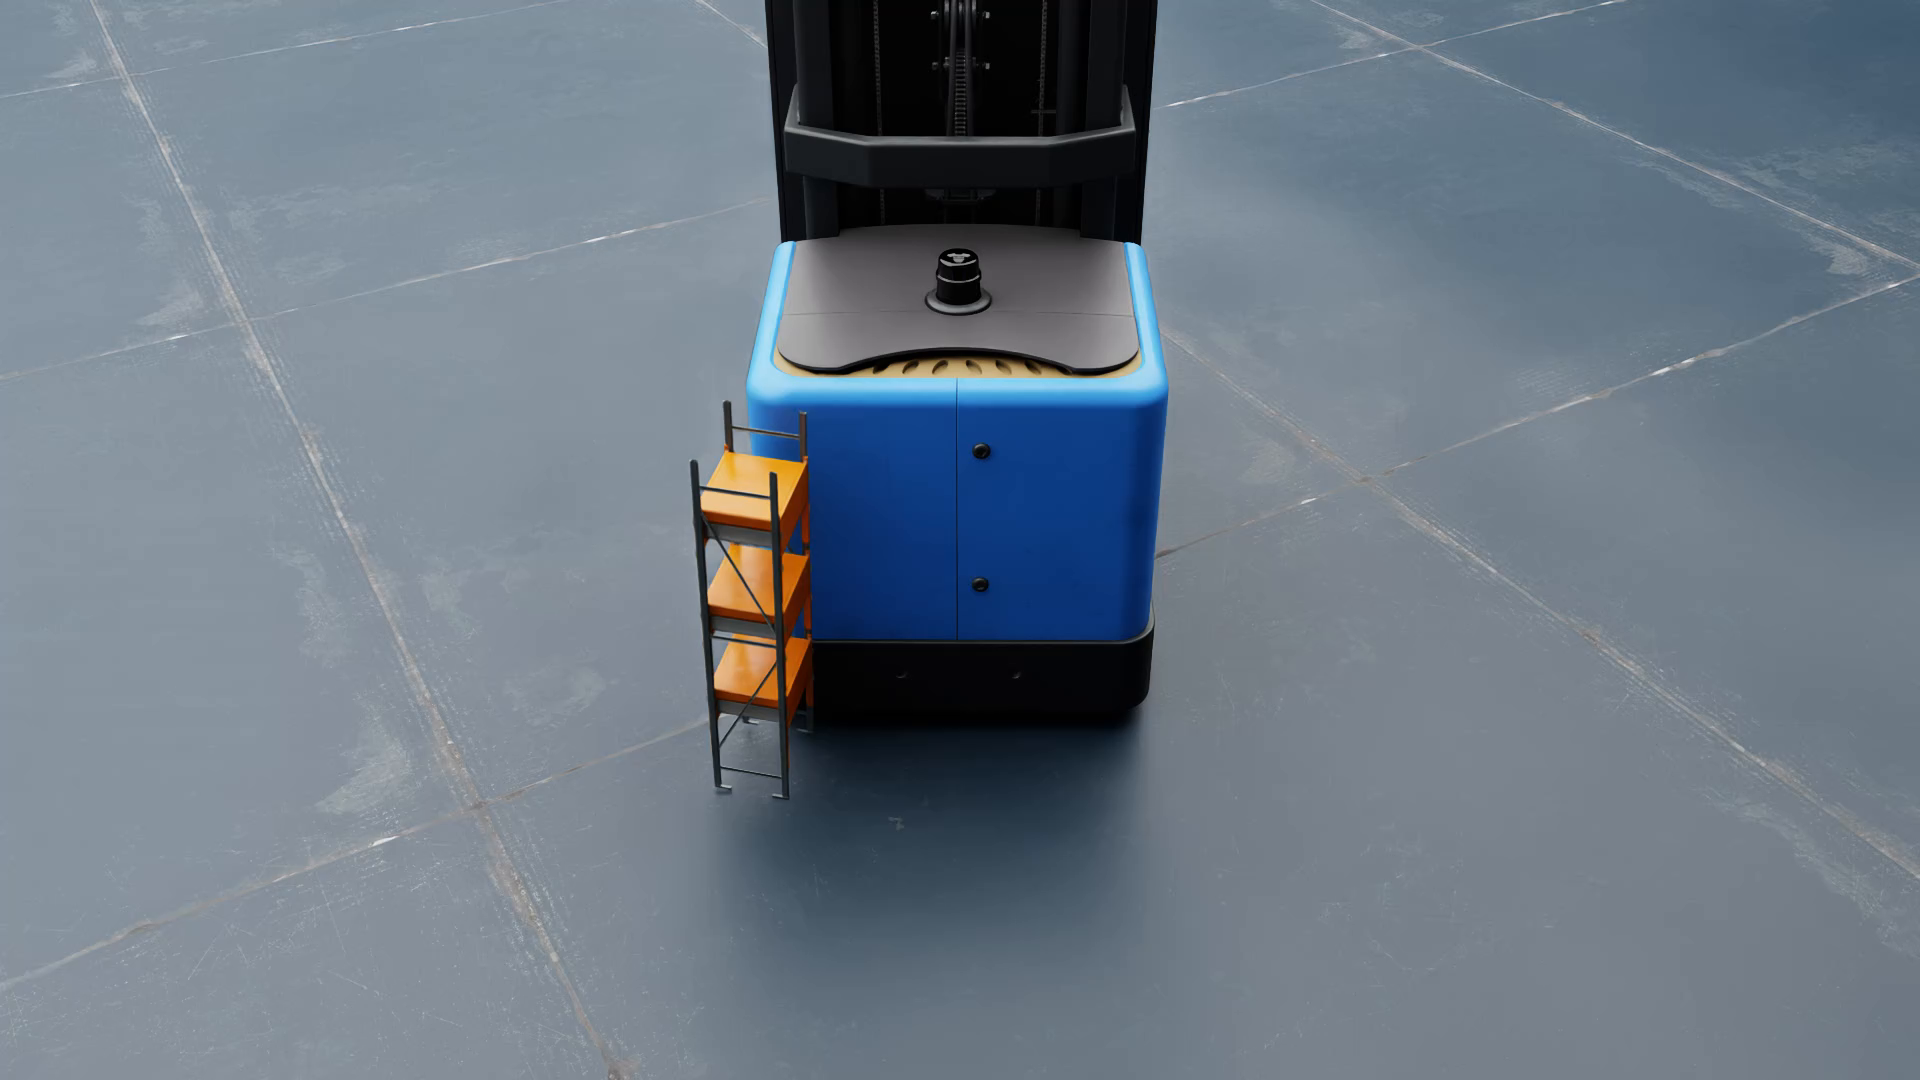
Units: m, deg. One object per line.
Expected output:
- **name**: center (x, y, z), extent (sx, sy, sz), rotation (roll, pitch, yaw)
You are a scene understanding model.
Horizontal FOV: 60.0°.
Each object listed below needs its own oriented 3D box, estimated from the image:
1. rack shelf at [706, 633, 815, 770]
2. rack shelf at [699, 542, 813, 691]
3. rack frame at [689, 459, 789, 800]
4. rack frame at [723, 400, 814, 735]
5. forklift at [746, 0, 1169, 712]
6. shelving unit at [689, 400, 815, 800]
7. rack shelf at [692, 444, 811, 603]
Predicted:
- **rack shelf**: center (-0.510, 0.400, 4.287), extent (0.215, 0.259, 0.240), rotation (9, 39, 7)
- **rack shelf**: center (-0.500, 0.182, 4.114), extent (0.215, 0.259, 0.240), rotation (9, 39, 7)
- **rack frame**: center (-0.523, 0.248, 4.013), extent (0.200, 1.050, 0.008), rotation (9, 39, 7)
- **rack frame**: center (-0.475, 0.100, 4.201), extent (0.200, 1.050, 0.008), rotation (9, 39, 7)
- **forklift**: center (0.005, -1.555, 4.894), extent (1.130, 2.935, 3.031), rotation (0, 36, 0)
- **shelving unit**: center (-0.499, 0.174, 4.107), extent (0.215, 1.050, 0.252), rotation (9, 39, 7)
- **rack shelf**: center (-0.489, -0.040, 3.937), extent (0.215, 0.259, 0.240), rotation (9, 39, 7)
